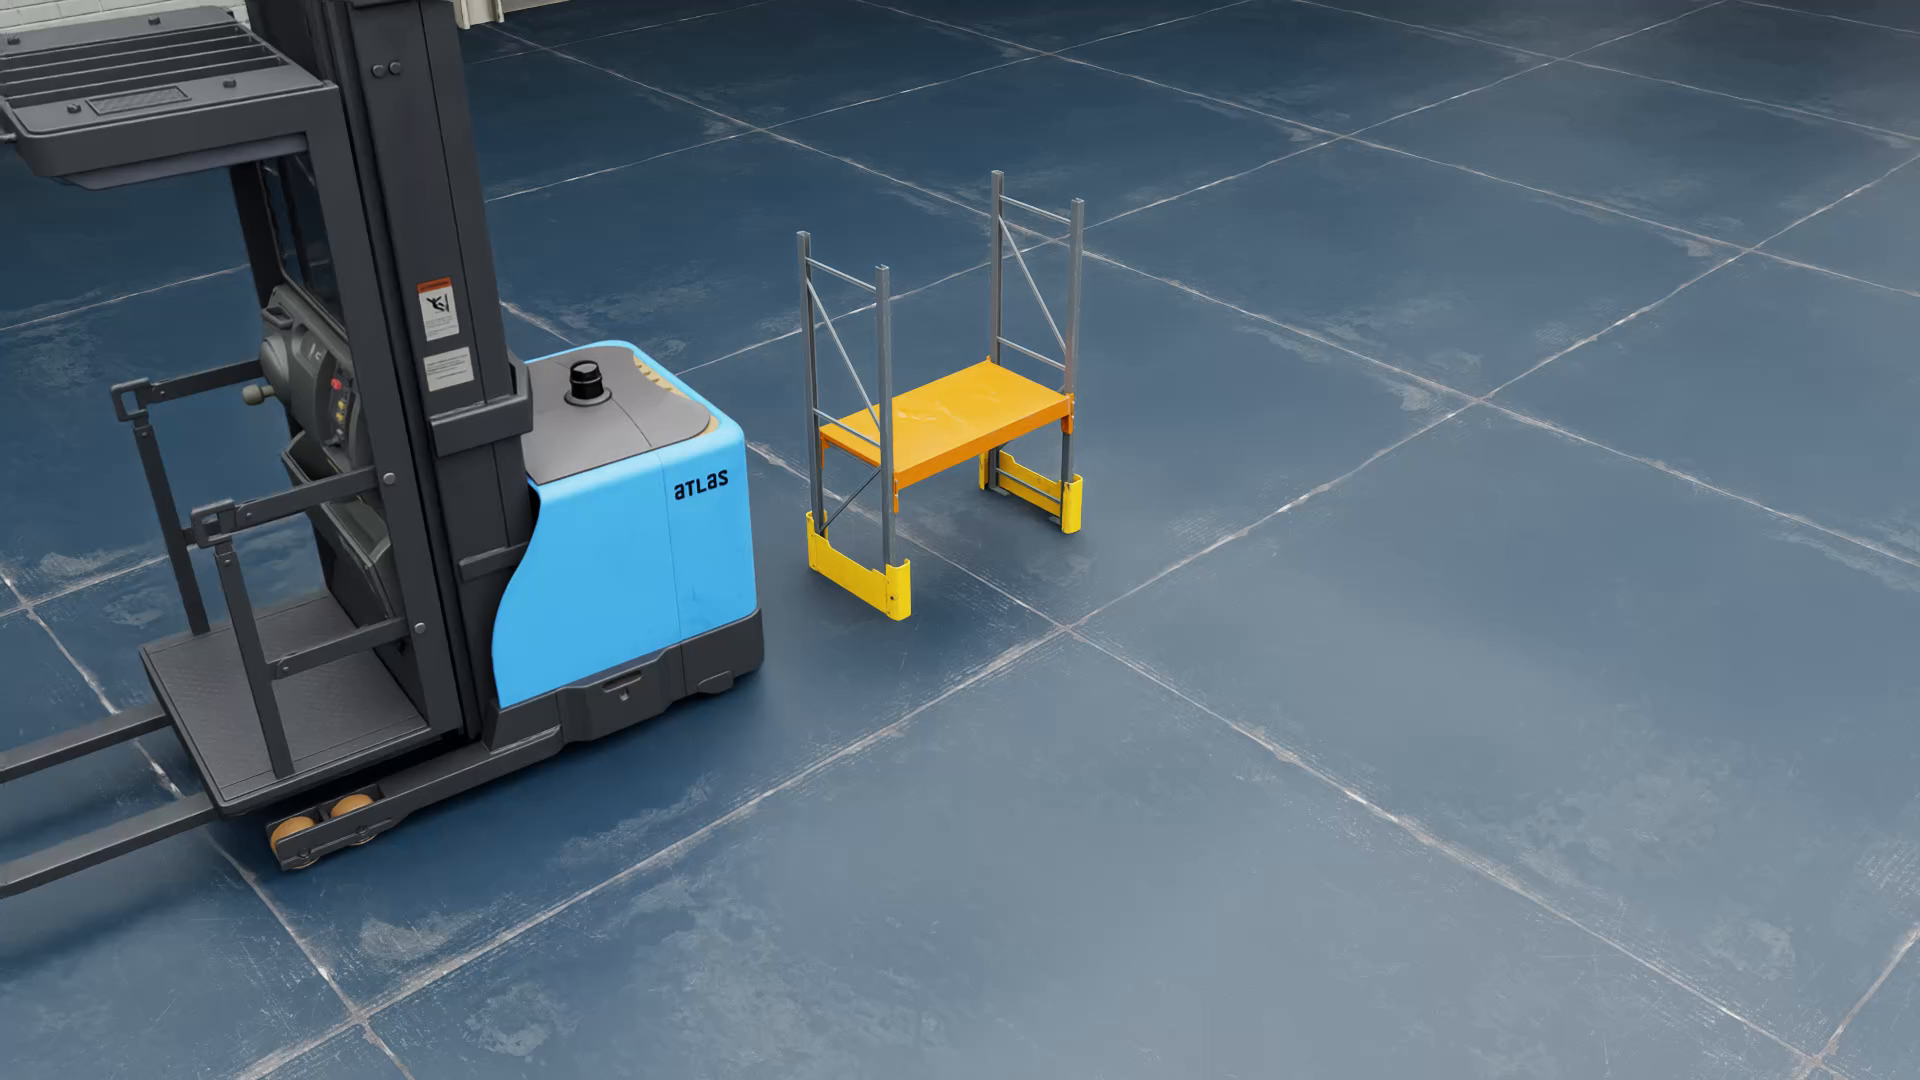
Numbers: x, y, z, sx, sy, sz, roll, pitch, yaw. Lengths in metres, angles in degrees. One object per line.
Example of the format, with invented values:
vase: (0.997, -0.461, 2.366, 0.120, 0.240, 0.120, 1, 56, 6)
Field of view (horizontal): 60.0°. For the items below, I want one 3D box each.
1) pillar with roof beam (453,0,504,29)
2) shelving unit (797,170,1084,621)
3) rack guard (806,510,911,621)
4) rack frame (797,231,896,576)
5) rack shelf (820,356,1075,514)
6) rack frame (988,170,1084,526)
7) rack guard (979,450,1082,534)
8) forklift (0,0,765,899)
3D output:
pillar with roof beam: (-1.373, -6.797, 9.739, 0.400, 9.000, 9.100, -26, 40, -35)
shelving unit: (-0.056, -0.613, 6.815, 1.083, 1.500, 0.587, -26, 40, -35)
rack guard: (-0.421, 0.097, 6.852, 0.087, 0.250, 0.587, -26, 40, -35)
rack frame: (-0.435, -0.429, 6.514, 0.032, 1.500, 0.500, -26, 40, -35)
rack shelf: (-0.063, -0.456, 6.903, 1.000, 0.185, 0.538, -26, 40, -35)
rack frame: (0.310, -0.790, 7.104, 0.032, 1.500, 0.500, -26, 40, -35)
rack guard: (0.309, -0.256, 7.429, 0.087, 0.250, 0.587, -26, 40, -35)
forklift: (-2.241, -0.483, 5.230, 3.031, 2.935, 1.130, -21, 37, -30)
